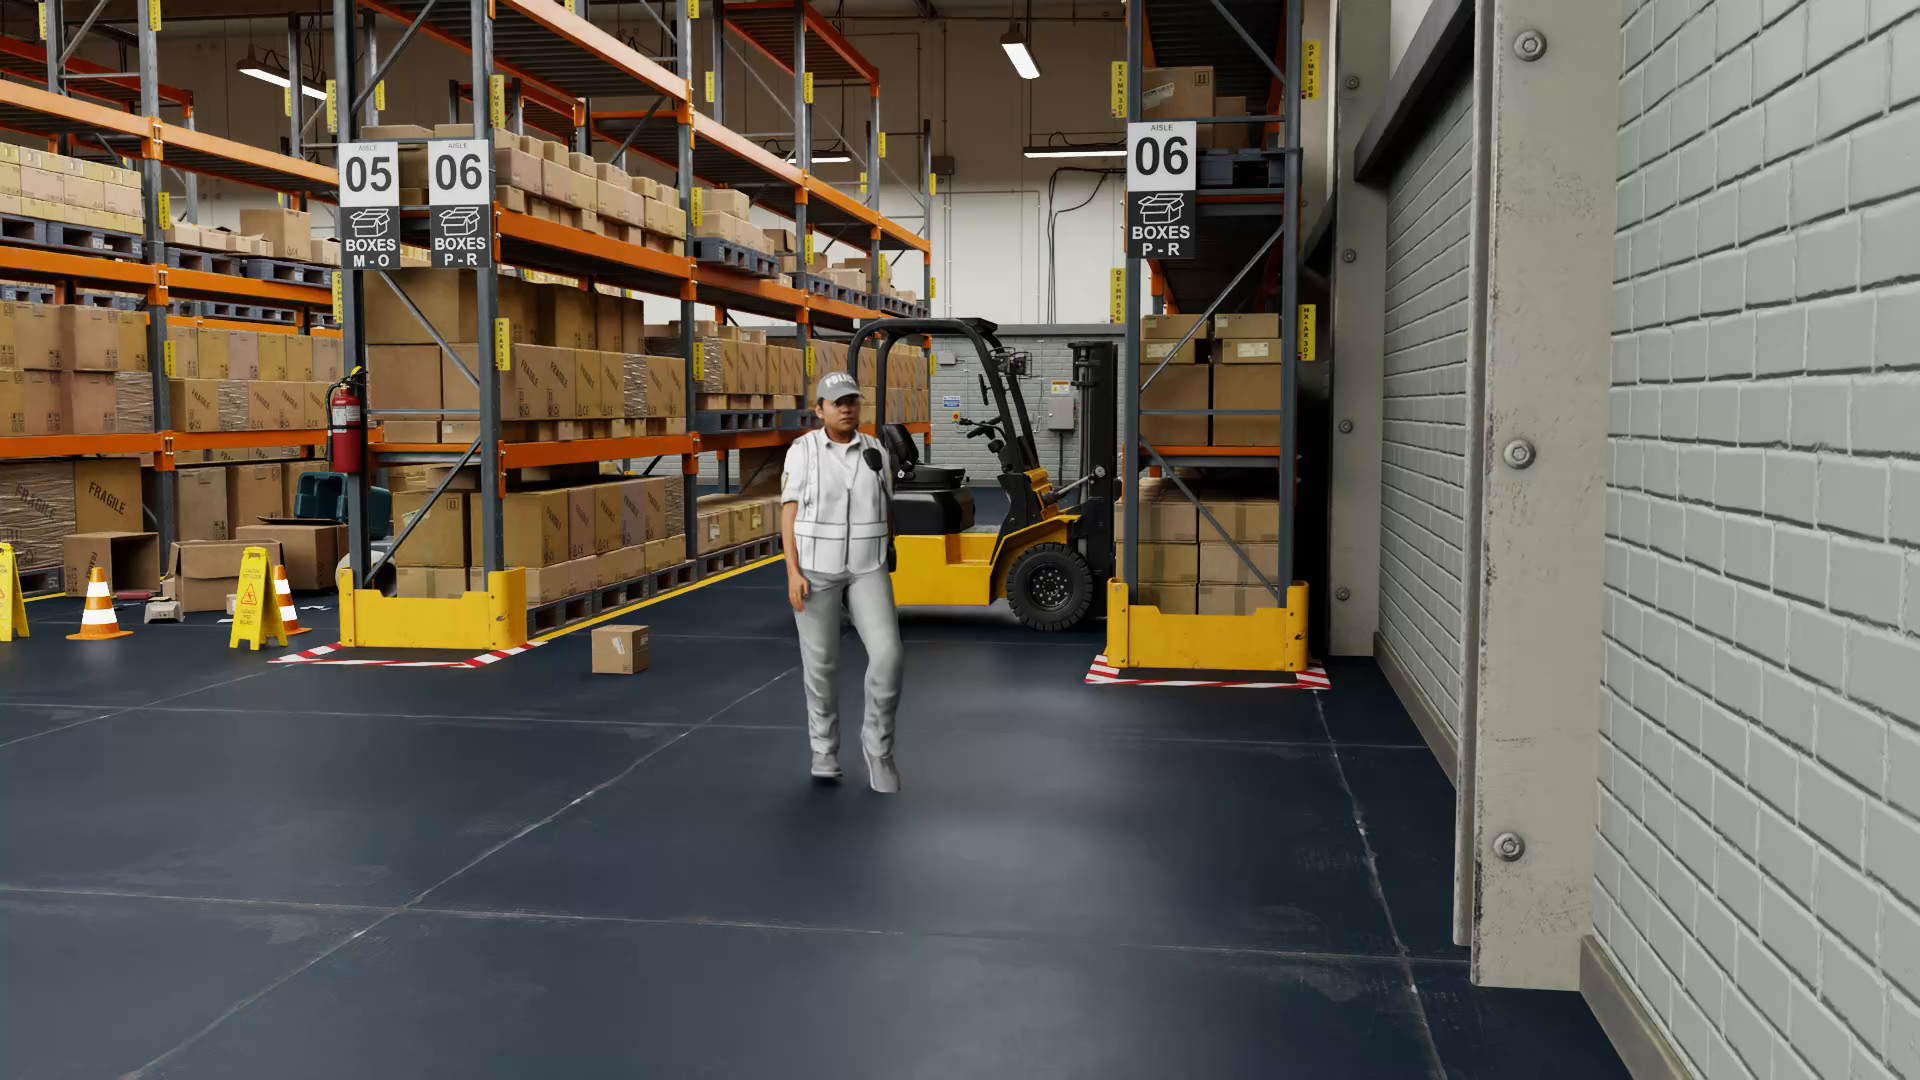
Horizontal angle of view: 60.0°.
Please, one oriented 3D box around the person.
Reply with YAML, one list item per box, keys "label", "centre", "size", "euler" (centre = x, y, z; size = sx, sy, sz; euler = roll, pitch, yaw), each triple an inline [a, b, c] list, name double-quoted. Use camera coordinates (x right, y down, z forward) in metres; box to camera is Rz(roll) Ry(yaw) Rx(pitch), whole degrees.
- label: "person"
  centre: [-0.478, 0.227, 6.739]
  size: [0.445, 1.345, 0.492]
  euler: [-1, 5, -15]
